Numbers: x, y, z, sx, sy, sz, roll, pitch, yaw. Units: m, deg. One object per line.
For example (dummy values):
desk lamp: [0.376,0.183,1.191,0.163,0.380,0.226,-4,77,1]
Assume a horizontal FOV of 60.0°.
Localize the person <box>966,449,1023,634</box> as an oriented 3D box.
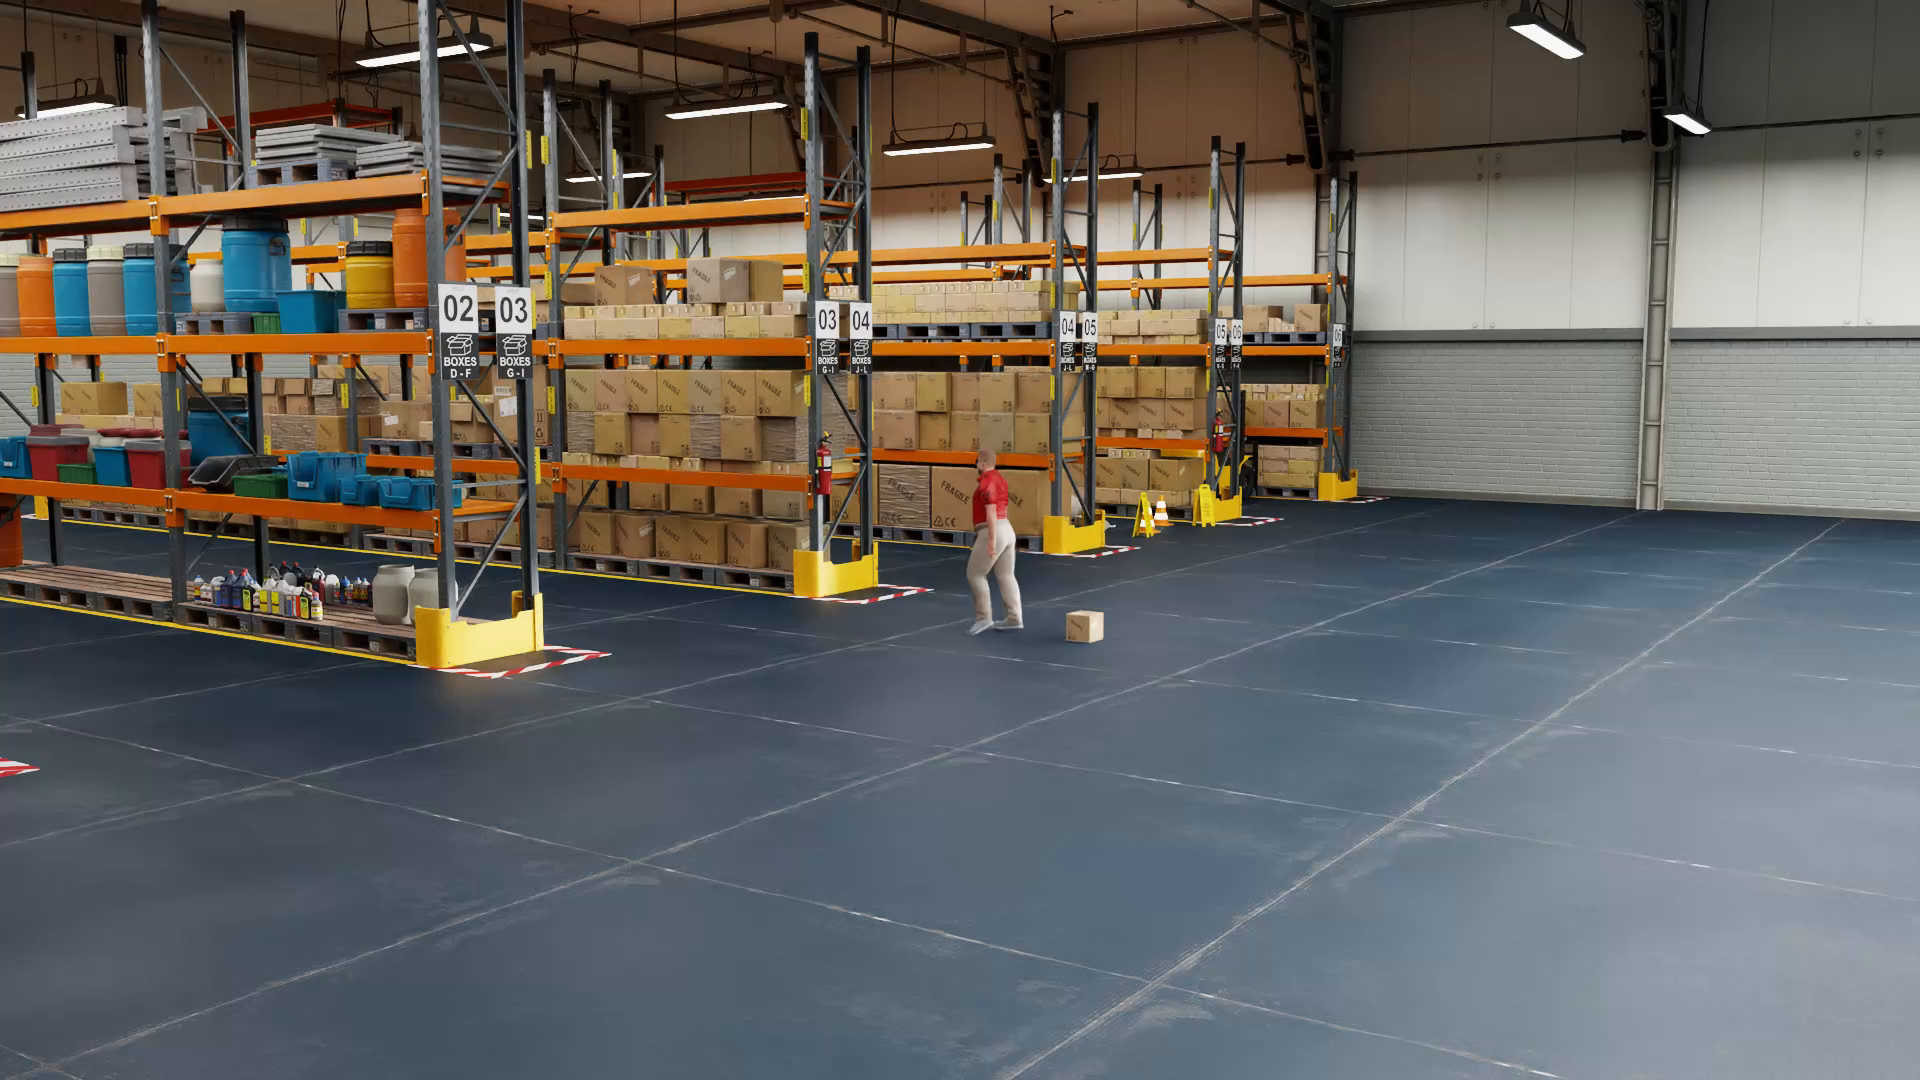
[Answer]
person: [0.360,0.038,15.742,0.509,1.788,0.568,3,7,27]
